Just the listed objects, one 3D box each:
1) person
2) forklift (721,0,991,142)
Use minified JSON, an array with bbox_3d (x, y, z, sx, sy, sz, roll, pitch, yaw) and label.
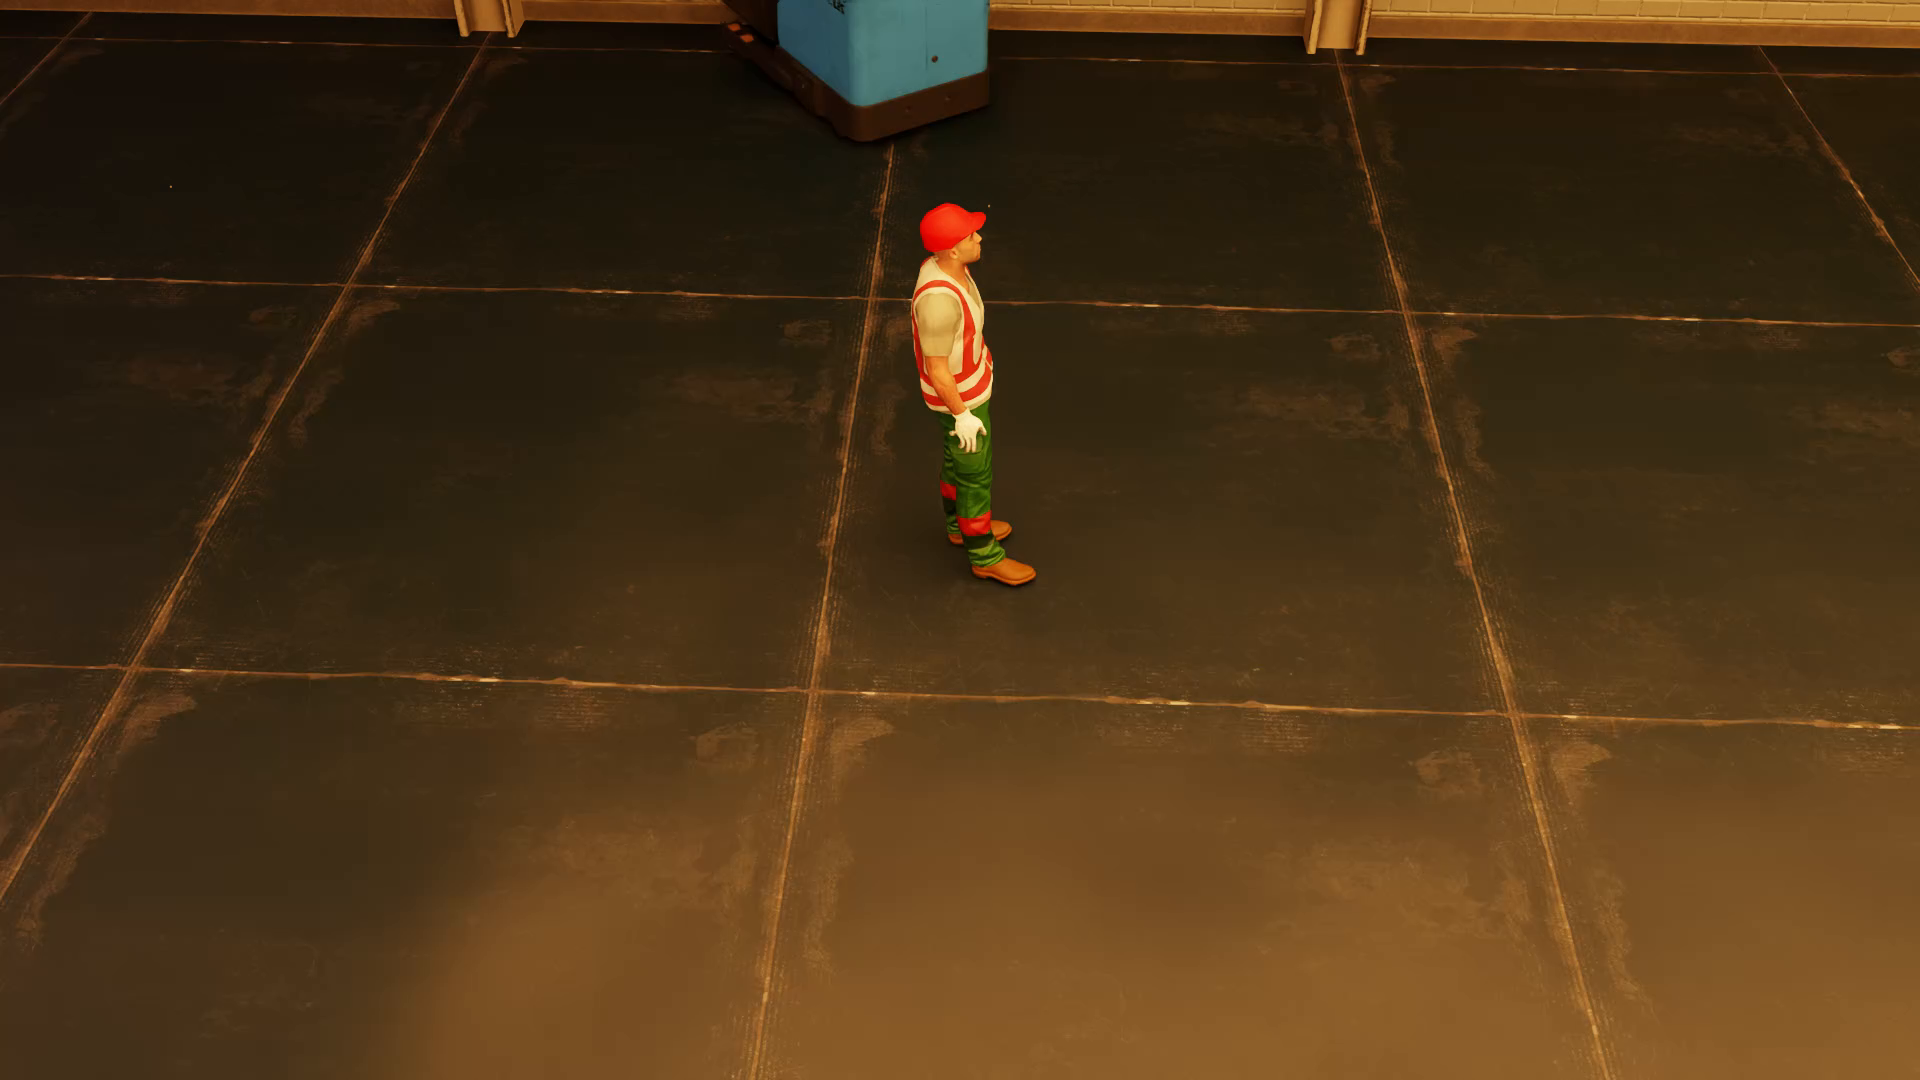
[{"bbox_3d":[0.079,-0.655,7.296,0.564,1.787,0.637,2,42,2],"label":"person"},{"bbox_3d":[-1.015,-4.587,10.767,1.130,2.935,3.031,-23,47,-23],"label":"forklift"}]
